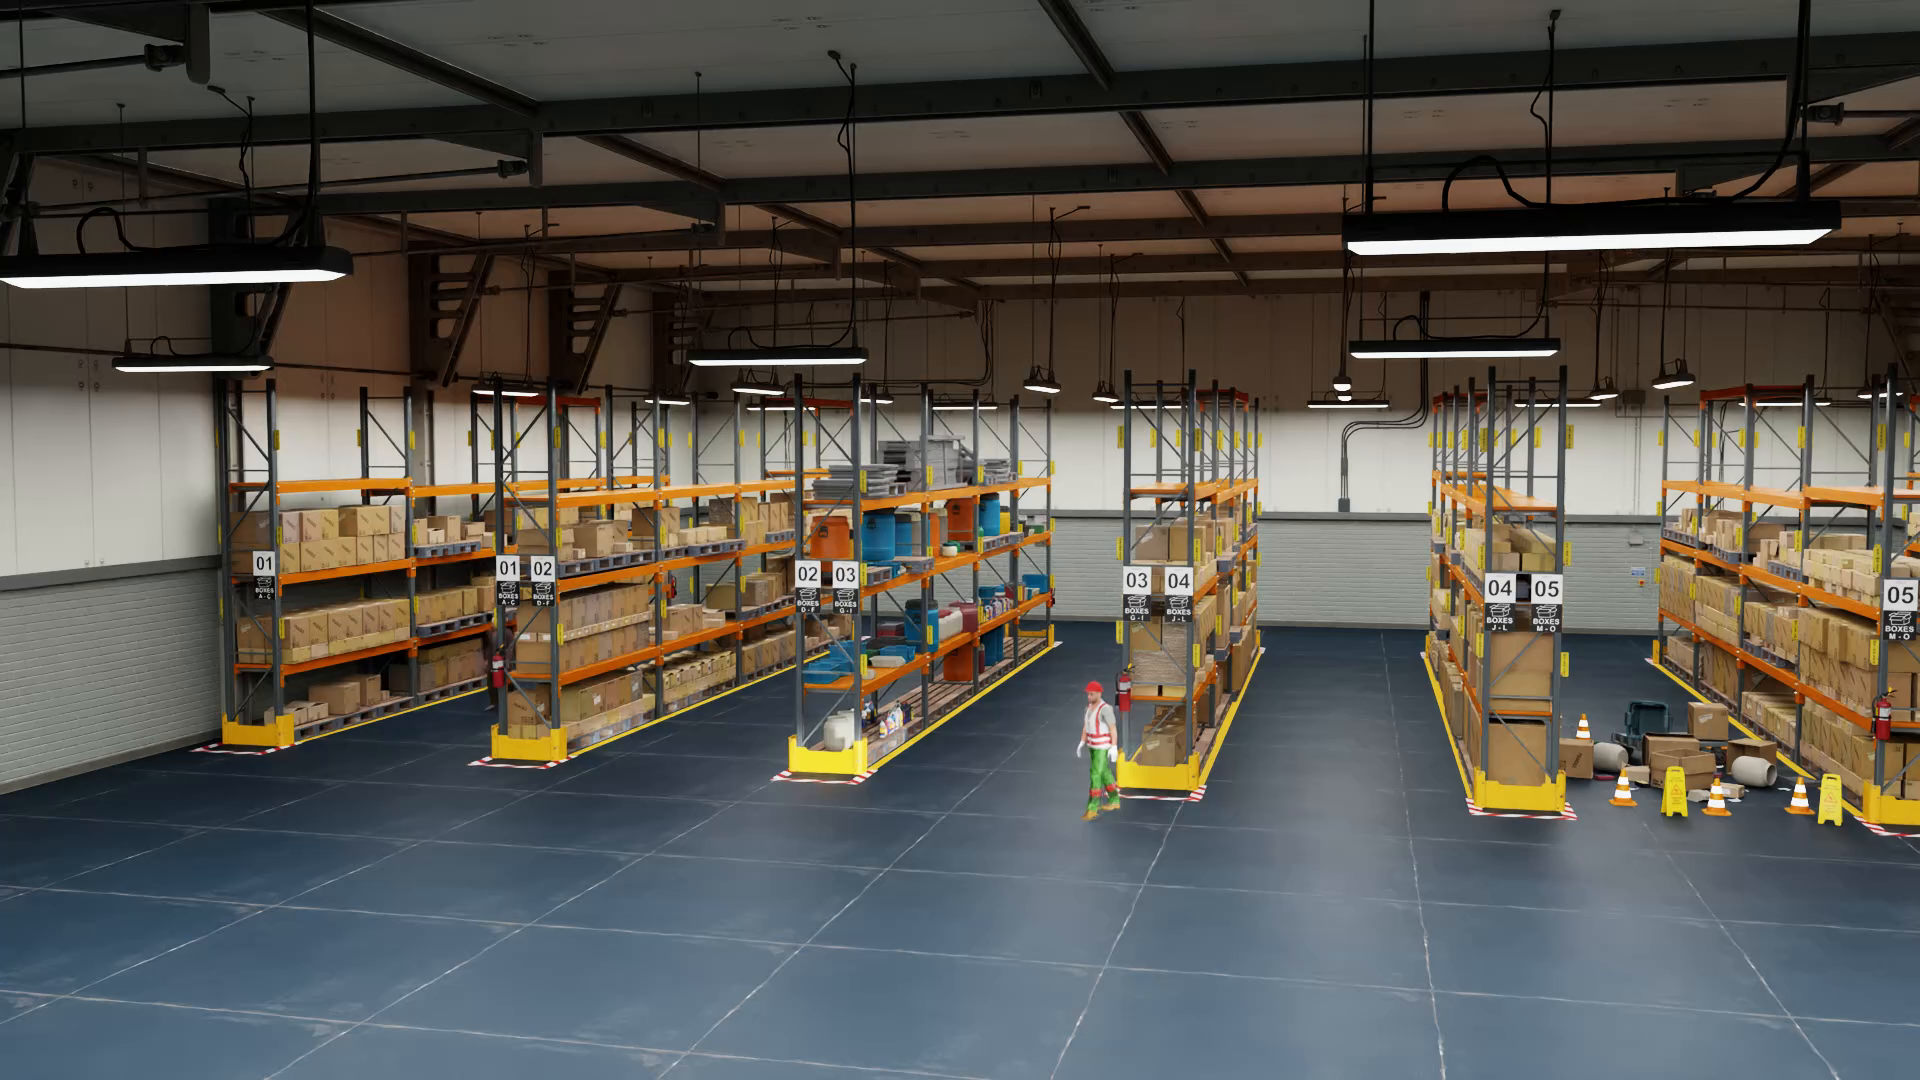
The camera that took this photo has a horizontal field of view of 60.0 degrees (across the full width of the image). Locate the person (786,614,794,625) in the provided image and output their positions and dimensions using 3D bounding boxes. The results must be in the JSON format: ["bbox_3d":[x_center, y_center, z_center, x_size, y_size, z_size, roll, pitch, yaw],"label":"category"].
[{"bbox_3d":[-4.470,1.542,42.748,0.565,1.720,0.995,1,4,22],"label":"person"}]

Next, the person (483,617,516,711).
[{"bbox_3d":[-8.561,2.274,30.986,0.667,1.763,0.753,1,3,10],"label":"person"}]

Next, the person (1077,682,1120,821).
[{"bbox_3d":[1.841,2.793,22.214,0.758,1.808,0.560,-2,4,-24],"label":"person"}]
